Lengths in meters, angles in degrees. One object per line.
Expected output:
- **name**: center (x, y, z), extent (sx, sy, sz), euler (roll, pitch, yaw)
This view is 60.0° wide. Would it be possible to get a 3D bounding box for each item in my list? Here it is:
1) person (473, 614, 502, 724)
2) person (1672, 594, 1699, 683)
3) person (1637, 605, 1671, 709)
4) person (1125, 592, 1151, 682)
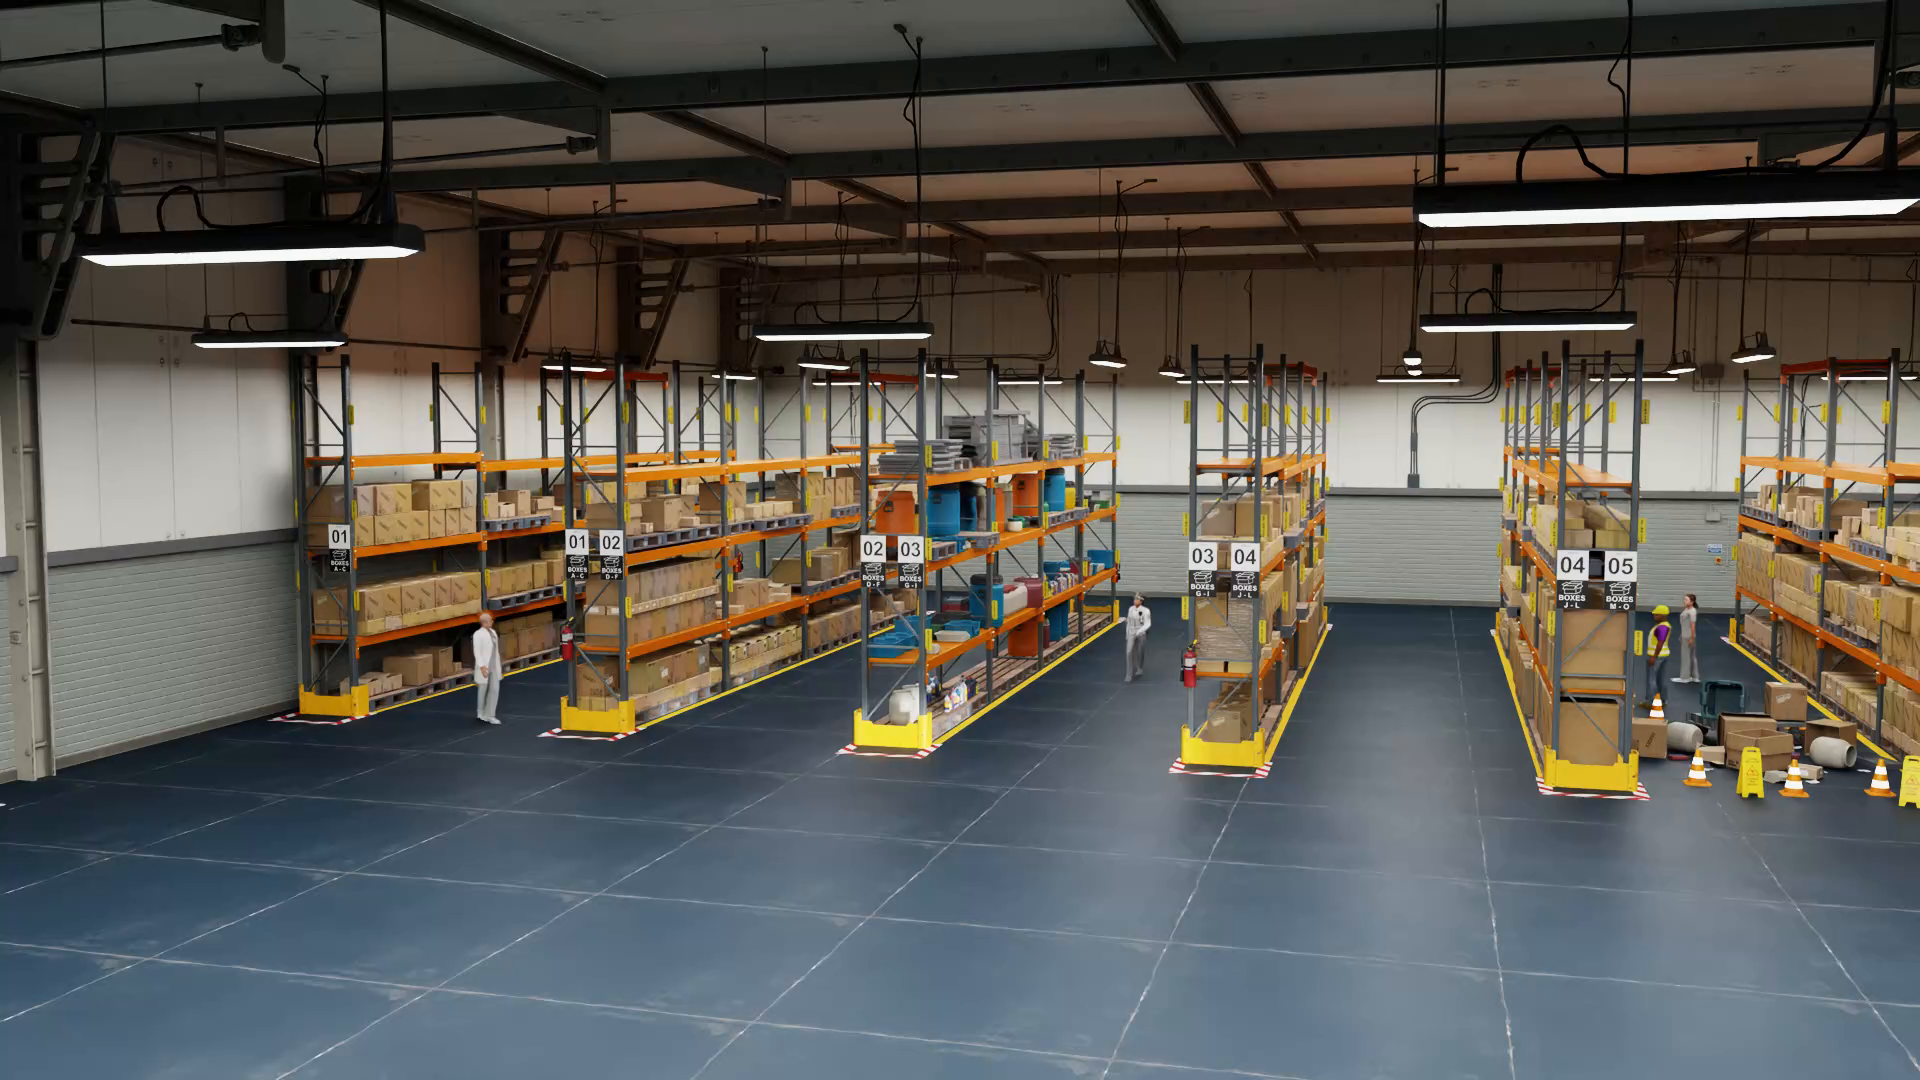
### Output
- **person**: center (-7.737, 2.100, 27.173), extent (0.566, 1.801, 0.745), euler (-4, 6, -43)
- **person**: center (13.643, 1.836, 31.178), extent (0.450, 1.671, 0.471), euler (3, 5, 32)
- **person**: center (11.927, 1.997, 28.466), extent (0.639, 1.771, 0.488), euler (-4, 6, -44)
- **person**: center (3.382, 1.819, 31.613), extent (0.515, 1.680, 0.939), euler (1, 4, 16)
